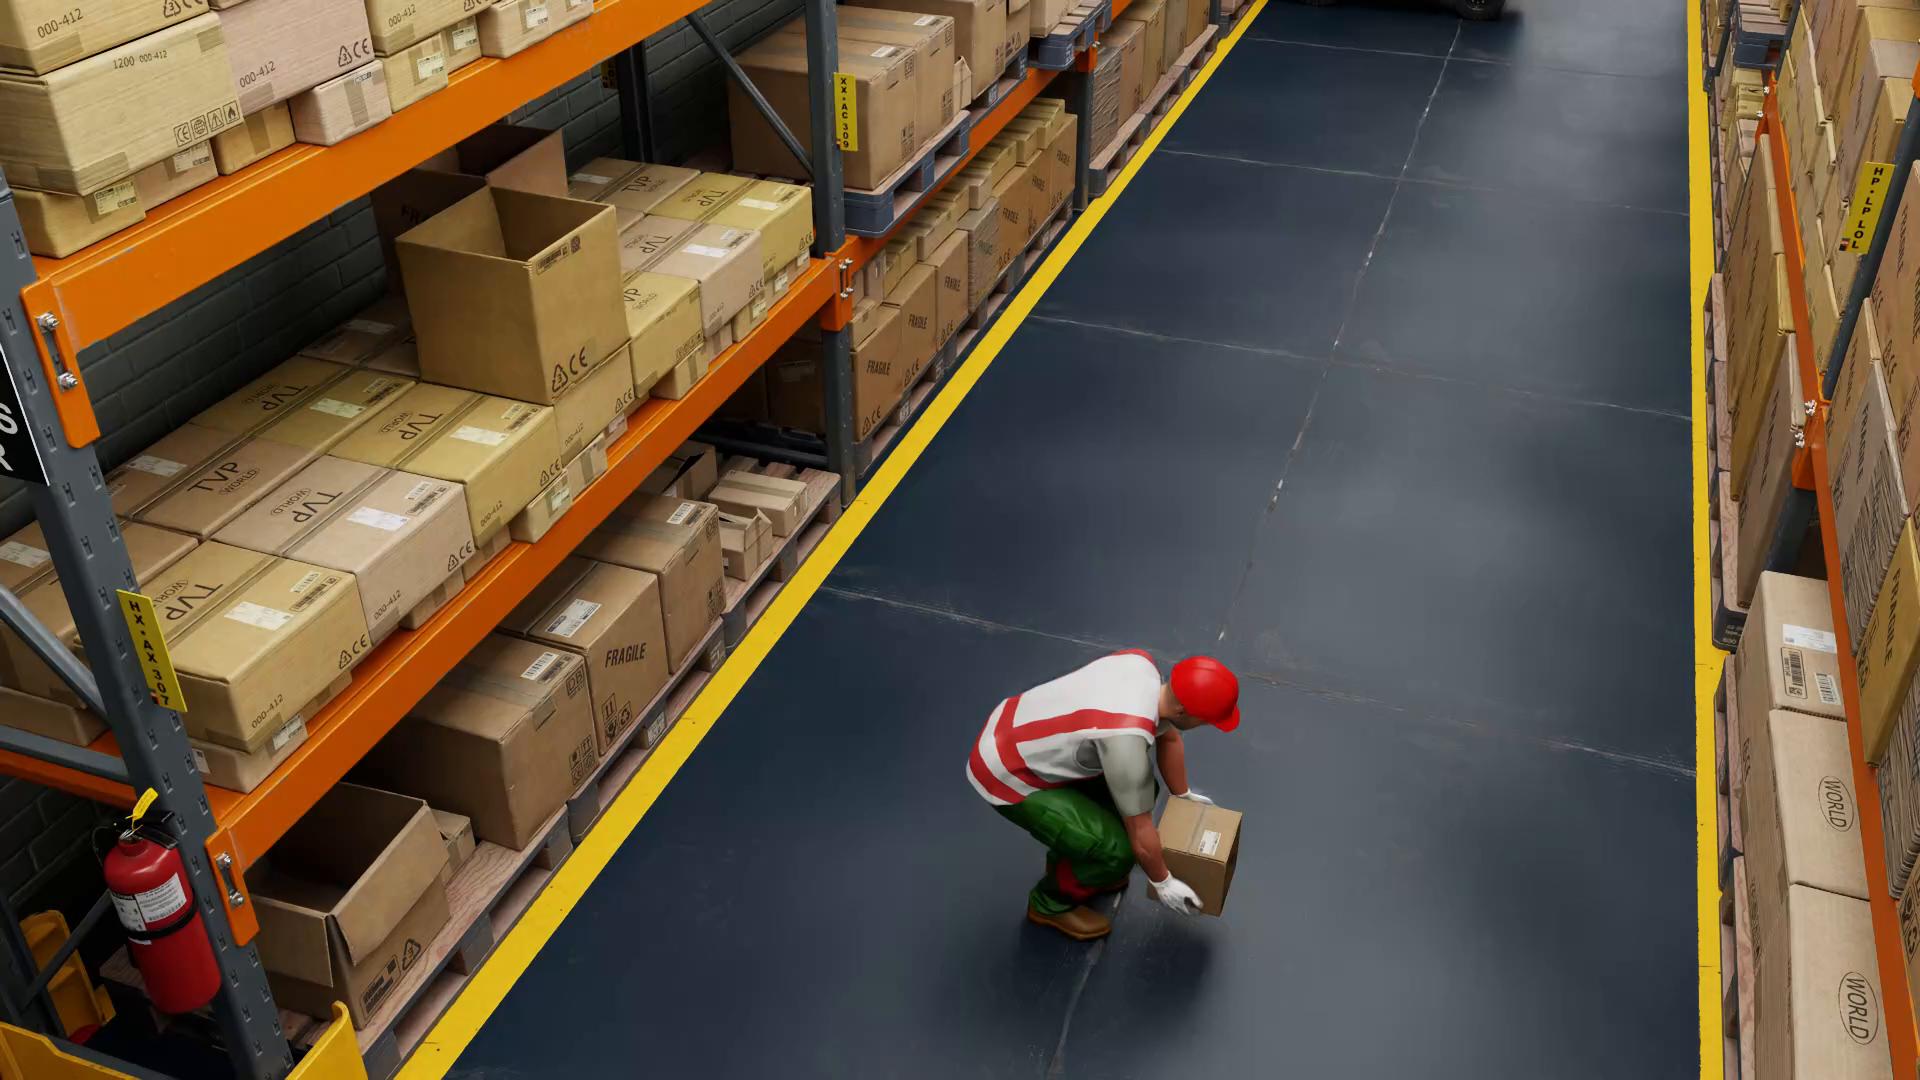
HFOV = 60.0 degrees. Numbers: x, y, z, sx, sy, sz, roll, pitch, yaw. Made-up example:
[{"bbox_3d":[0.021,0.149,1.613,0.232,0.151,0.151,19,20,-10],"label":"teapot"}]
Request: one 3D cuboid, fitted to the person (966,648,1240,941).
[{"bbox_3d":[0.467,0.792,5.537,0.857,1.094,0.576,11,34,16],"label":"person"}]
